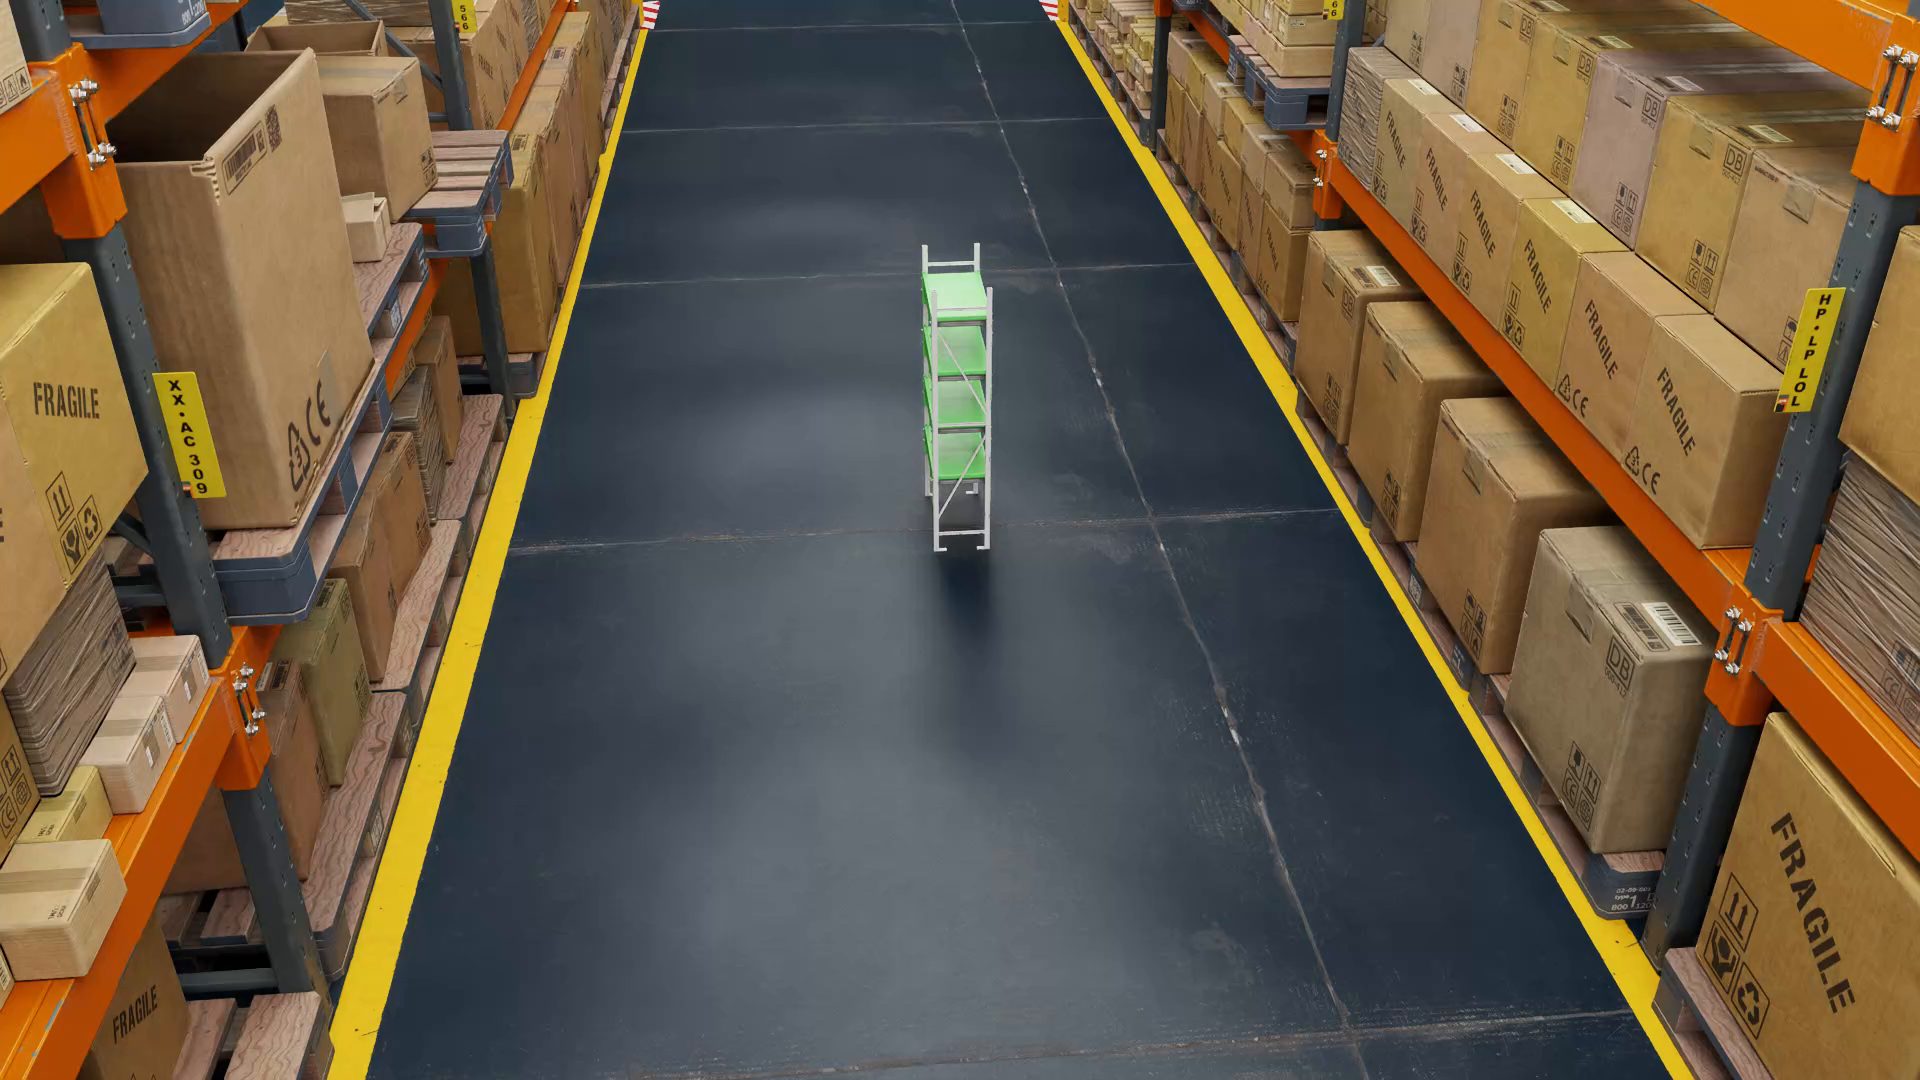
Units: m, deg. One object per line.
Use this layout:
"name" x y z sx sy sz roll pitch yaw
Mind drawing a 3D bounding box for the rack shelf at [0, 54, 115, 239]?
"rack shelf" -2.155 0.202 1.763 1.077 0.370 4.000 -3 31 -5

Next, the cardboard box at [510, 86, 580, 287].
"cardboard box" -2.835 -1.959 9.268 1.225 0.875 0.875 -3 31 -4

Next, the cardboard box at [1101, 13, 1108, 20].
"cardboard box" 1.384 -4.309 13.909 0.380 0.149 0.250 -3 31 -4

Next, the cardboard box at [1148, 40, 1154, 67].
"cardboard box" 1.566 -3.492 11.961 0.380 0.149 0.250 -2 31 -3

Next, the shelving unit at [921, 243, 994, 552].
"shelving unit" -0.015 -0.600 7.084 0.258 1.200 0.503 -3 31 -5

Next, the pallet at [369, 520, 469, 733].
"pallet" -2.533 0.335 6.483 1.003 0.211 1.213 -3 31 -5

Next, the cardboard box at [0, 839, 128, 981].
"cardboard box" -1.917 0.744 3.324 0.380 0.149 0.250 -3 31 -5

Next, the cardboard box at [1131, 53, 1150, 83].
"cardboard box" 1.475 -3.478 12.228 0.380 0.149 0.250 -4 31 -7

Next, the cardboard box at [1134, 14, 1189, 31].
"cardboard box" 1.526 -3.883 12.616 0.380 0.149 0.250 -2 31 -3

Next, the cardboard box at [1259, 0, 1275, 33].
"cardboard box" 1.706 -2.635 8.282 0.380 0.149 0.250 -2 31 -3

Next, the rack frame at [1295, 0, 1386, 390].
"rack frame" 2.232 -2.069 7.788 1.000 3.000 0.127 -3 31 -5

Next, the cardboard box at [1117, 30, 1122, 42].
"cardboard box" 1.458 -4.014 13.125 0.380 0.149 0.250 -4 31 -7

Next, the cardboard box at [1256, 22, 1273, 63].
"cardboard box" 1.707 -2.498 8.342 0.380 0.149 0.250 -3 31 -5

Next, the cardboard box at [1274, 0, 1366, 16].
"cardboard box" 1.730 -2.625 7.974 0.380 0.149 0.250 -4 31 -7

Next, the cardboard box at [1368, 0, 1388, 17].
"cardboard box" 2.331 -2.800 8.557 0.380 0.149 0.250 -4 31 -6

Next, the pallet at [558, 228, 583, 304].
"pallet" -2.825 -1.713 9.912 1.003 0.211 1.213 -3 31 -5

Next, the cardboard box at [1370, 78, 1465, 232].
"cardboard box" 2.056 -1.610 6.922 0.500 0.500 0.500 -3 31 -5

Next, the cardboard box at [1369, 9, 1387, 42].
"cardboard box" 2.341 -2.654 8.603 0.380 0.149 0.250 -1 31 -2

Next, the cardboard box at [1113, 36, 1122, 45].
"cardboard box" 1.428 -3.916 13.251 0.380 0.149 0.250 -2 31 -4

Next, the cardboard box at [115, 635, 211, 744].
"cardboard box" -2.029 0.363 3.962 0.380 0.149 0.250 -3 31 -5

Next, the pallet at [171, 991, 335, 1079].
"pallet" -2.244 1.698 4.201 1.003 0.211 1.213 -3 31 -5

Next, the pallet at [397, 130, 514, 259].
"pallet" -2.543 -1.441 6.925 1.213 0.211 1.003 -3 31 -5

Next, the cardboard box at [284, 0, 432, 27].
"cardboard box" -2.768 -2.730 7.820 0.797 0.503 0.637 -2 31 -3

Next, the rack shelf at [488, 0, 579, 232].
"rack shelf" -2.902 -2.595 9.370 1.077 0.370 4.000 -3 31 -5

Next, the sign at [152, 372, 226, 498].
"sign" -1.802 -0.242 3.886 0.100 0.325 0.005 -3 31 -5

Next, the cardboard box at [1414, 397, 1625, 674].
"cardboard box" 2.372 -0.046 6.186 1.050 0.750 0.750 -3 31 -5

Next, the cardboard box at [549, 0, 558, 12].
"cardboard box" -2.734 -3.489 10.068 0.500 0.500 0.500 -2 31 -3

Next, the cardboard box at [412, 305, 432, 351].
"cardboard box" -2.623 -0.980 7.242 0.500 0.250 0.500 -2 31 -3

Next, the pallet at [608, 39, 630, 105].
"pallet" -3.200 -3.744 13.312 1.003 0.211 1.213 -3 31 -5

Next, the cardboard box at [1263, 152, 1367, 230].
"cardboard box" 1.907 -1.834 8.692 0.500 0.250 0.500 -3 31 -6

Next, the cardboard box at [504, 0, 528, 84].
"cardboard box" -2.592 -2.711 8.766 0.500 0.500 0.500 -3 31 -5

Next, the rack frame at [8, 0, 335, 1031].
"rack frame" -2.342 0.160 4.057 1.000 3.000 0.127 -3 31 -5

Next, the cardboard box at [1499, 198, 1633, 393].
"cardboard box" 2.196 -0.839 5.632 0.500 0.500 0.500 -2 31 -4

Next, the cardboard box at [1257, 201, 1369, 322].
"cardboard box" 1.910 -1.499 8.863 0.500 0.500 0.500 -3 31 -5

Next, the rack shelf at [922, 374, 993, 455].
"rack shelf" -0.015 -0.545 7.117 0.258 0.148 0.480 -3 31 -5

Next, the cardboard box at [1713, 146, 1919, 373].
"cardboard box" 2.554 -0.752 4.511 0.700 0.500 0.500 -3 31 -5

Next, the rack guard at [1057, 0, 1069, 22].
"rack guard" 1.492 -5.041 15.202 1.175 0.500 0.348 -3 31 -5

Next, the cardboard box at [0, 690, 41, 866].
"cardboard box" -2.350 0.479 3.136 0.875 0.500 0.500 -3 31 -5

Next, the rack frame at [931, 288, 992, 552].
"rack frame" 0.007 -0.475 6.875 0.240 1.200 0.015 -3 31 -5

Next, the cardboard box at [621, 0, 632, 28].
"cardboard box" -3.324 -4.912 14.211 0.875 0.875 0.875 -3 31 -5

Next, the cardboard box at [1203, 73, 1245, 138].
"cardboard box" 1.760 -2.618 10.004 0.500 0.250 0.500 -2 31 -3

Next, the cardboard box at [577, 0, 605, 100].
"cardboard box" -3.071 -3.534 11.903 0.875 0.875 0.875 -3 31 -5

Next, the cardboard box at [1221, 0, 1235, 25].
"cardboard box" 1.636 -2.894 9.005 0.380 0.149 0.250 -4 31 -7

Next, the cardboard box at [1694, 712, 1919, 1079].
"cardboard box" 2.595 1.030 4.263 0.875 0.875 0.875 -2 31 -4

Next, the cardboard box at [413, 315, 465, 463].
"cardboard box" -2.633 -0.657 7.434 0.700 0.500 0.500 -4 31 -7

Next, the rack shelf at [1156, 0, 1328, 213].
"rack shelf" 2.045 -2.781 9.682 1.077 0.370 4.000 -3 31 -5

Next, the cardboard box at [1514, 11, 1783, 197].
"cardboard box" 2.411 -1.530 5.814 0.700 0.500 0.500 -3 31 -5

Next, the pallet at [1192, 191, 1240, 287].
"pallet" 2.050 -1.892 10.211 1.003 0.211 1.213 -3 31 -5

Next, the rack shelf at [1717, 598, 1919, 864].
"rack shelf" 2.793 1.304 2.844 1.077 0.370 4.000 -3 31 -5

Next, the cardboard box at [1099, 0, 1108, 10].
"cardboard box" 1.338 -4.410 13.498 0.380 0.149 0.250 -2 31 -4

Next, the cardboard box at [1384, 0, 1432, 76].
"cardboard box" 2.264 -2.311 7.121 0.700 0.500 0.500 -3 31 -5

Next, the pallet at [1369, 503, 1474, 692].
"pallet" 2.342 0.156 6.783 1.003 0.211 1.213 -3 31 -5

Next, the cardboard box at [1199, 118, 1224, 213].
"cardboard box" 1.777 -2.291 10.189 0.500 0.500 0.500 -2 31 -4

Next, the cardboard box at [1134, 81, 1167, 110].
"cardboard box" 1.483 -3.251 12.138 0.380 0.149 0.250 -2 31 -4

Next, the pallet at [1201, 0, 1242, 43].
"pallet" 2.006 -2.995 9.526 1.003 0.211 1.213 -3 31 -5

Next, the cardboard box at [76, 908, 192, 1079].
"cardboard box" -2.344 1.259 4.246 0.500 0.500 0.500 -4 31 -6

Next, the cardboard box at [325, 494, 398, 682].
"cardboard box" -2.456 0.199 6.000 0.700 0.500 0.500 -5 31 -9

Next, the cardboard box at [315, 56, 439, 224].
"cardboard box" -2.474 -1.552 6.416 0.700 0.500 0.500 2 31 3

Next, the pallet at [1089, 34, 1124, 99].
"pallet" 1.643 -3.879 13.538 1.003 0.211 1.213 -3 31 -5
